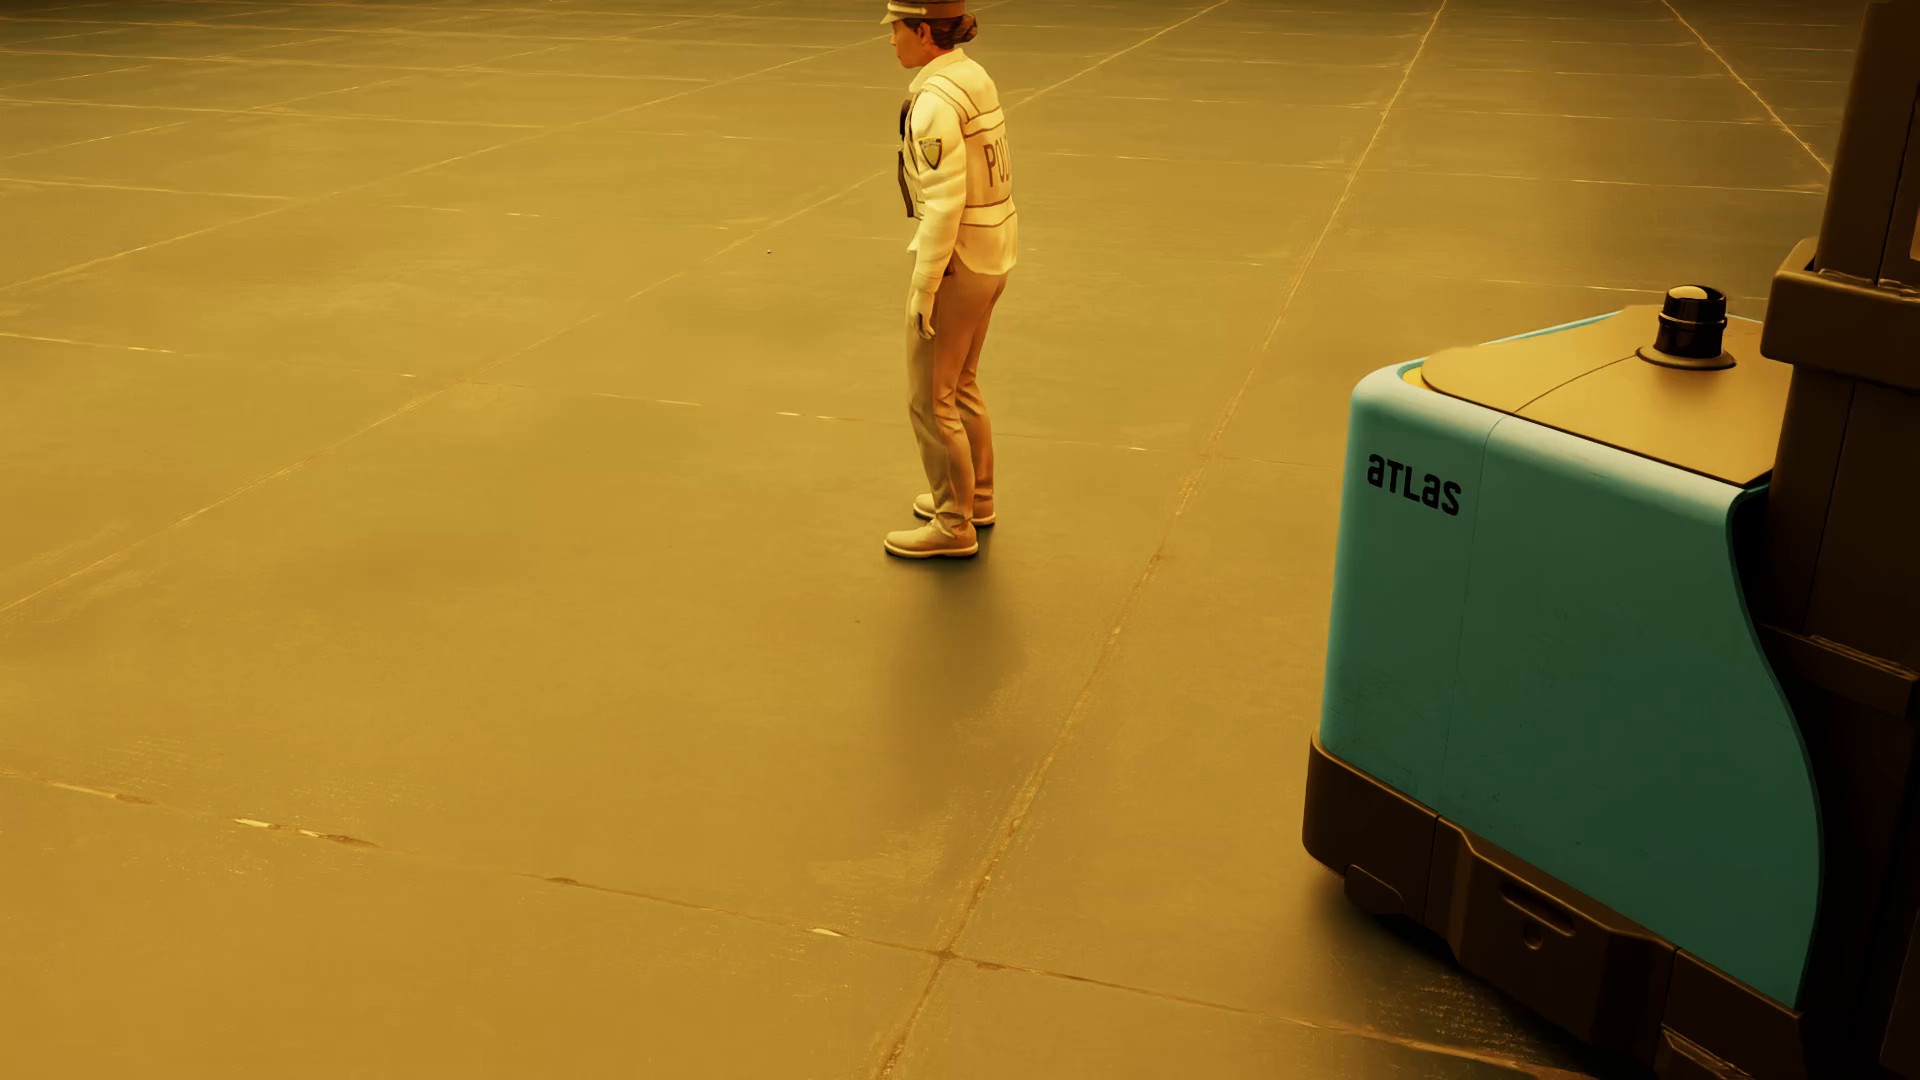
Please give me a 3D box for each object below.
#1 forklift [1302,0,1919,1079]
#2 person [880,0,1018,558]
[{"bbox_3d":[1.959,-0.314,2.041,1.130,2.935,3.031,-15,27,-32],"label":"forklift"},{"bbox_3d":[-0.031,-0.767,4.802,0.372,1.662,0.529,6,23,14],"label":"person"}]
